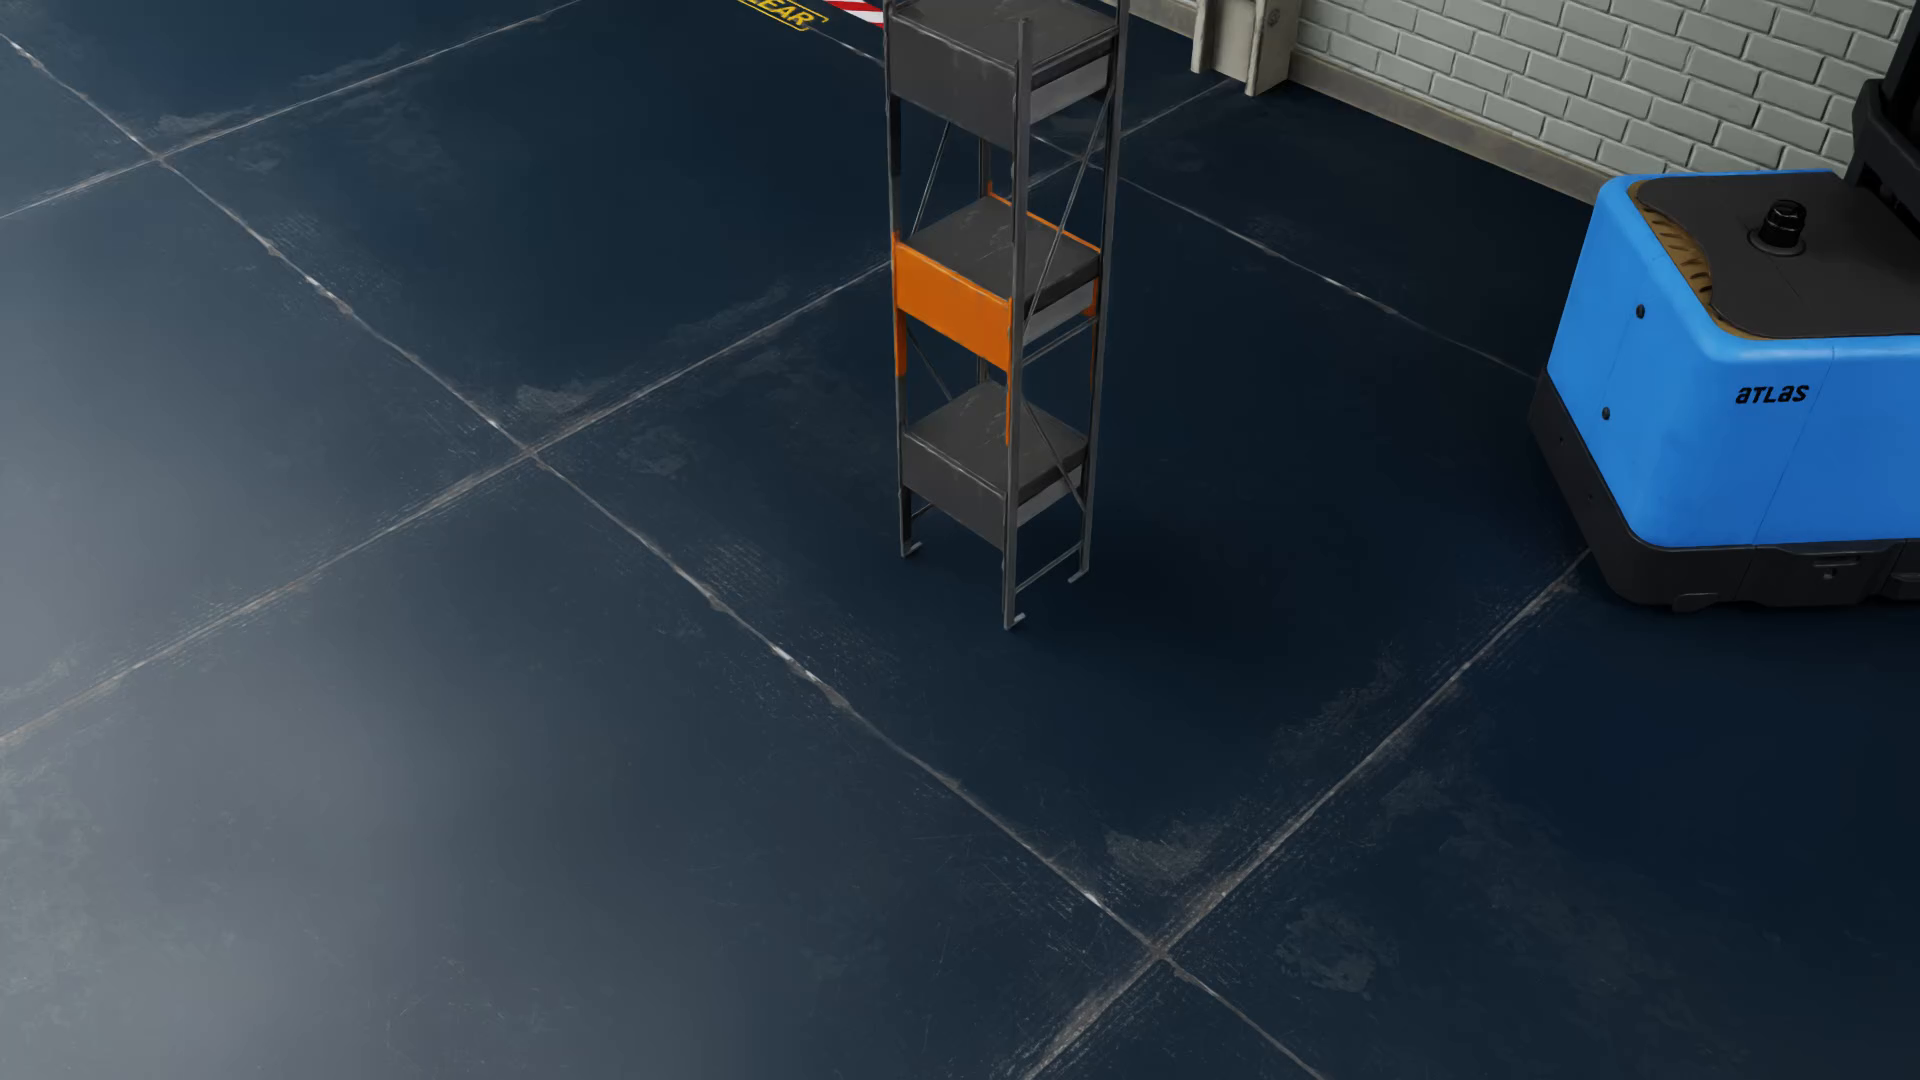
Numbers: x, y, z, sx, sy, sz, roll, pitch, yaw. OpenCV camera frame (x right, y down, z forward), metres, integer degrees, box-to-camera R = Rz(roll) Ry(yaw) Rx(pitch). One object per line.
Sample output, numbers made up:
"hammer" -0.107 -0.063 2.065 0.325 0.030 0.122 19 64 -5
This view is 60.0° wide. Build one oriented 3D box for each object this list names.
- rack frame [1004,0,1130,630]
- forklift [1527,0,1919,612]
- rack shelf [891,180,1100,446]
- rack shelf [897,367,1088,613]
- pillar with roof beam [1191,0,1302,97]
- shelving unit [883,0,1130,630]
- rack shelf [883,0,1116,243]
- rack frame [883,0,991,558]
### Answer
"rack frame" 0.289 -0.574 4.824 0.400 2.100 0.015 -34 53 -31
"forklift" 3.624 -1.226 4.917 3.031 2.935 1.130 -2 43 -3
"rack shelf" 0.117 -0.682 4.961 0.431 0.518 0.480 -34 53 -31
"rack shelf" 0.117 -0.167 5.436 0.431 0.518 0.480 -34 53 -31
"pillar with roof beam" -1.655 -3.562 2.974 9.100 9.000 0.400 -34 53 -31
"shelving unit" 0.117 -0.692 4.951 0.431 2.100 0.503 -34 53 -31
"rack shelf" 0.117 -1.196 4.486 0.431 0.518 0.480 -34 53 -31
"rack frame" -0.055 -0.809 5.078 0.400 2.100 0.015 -34 53 -31
